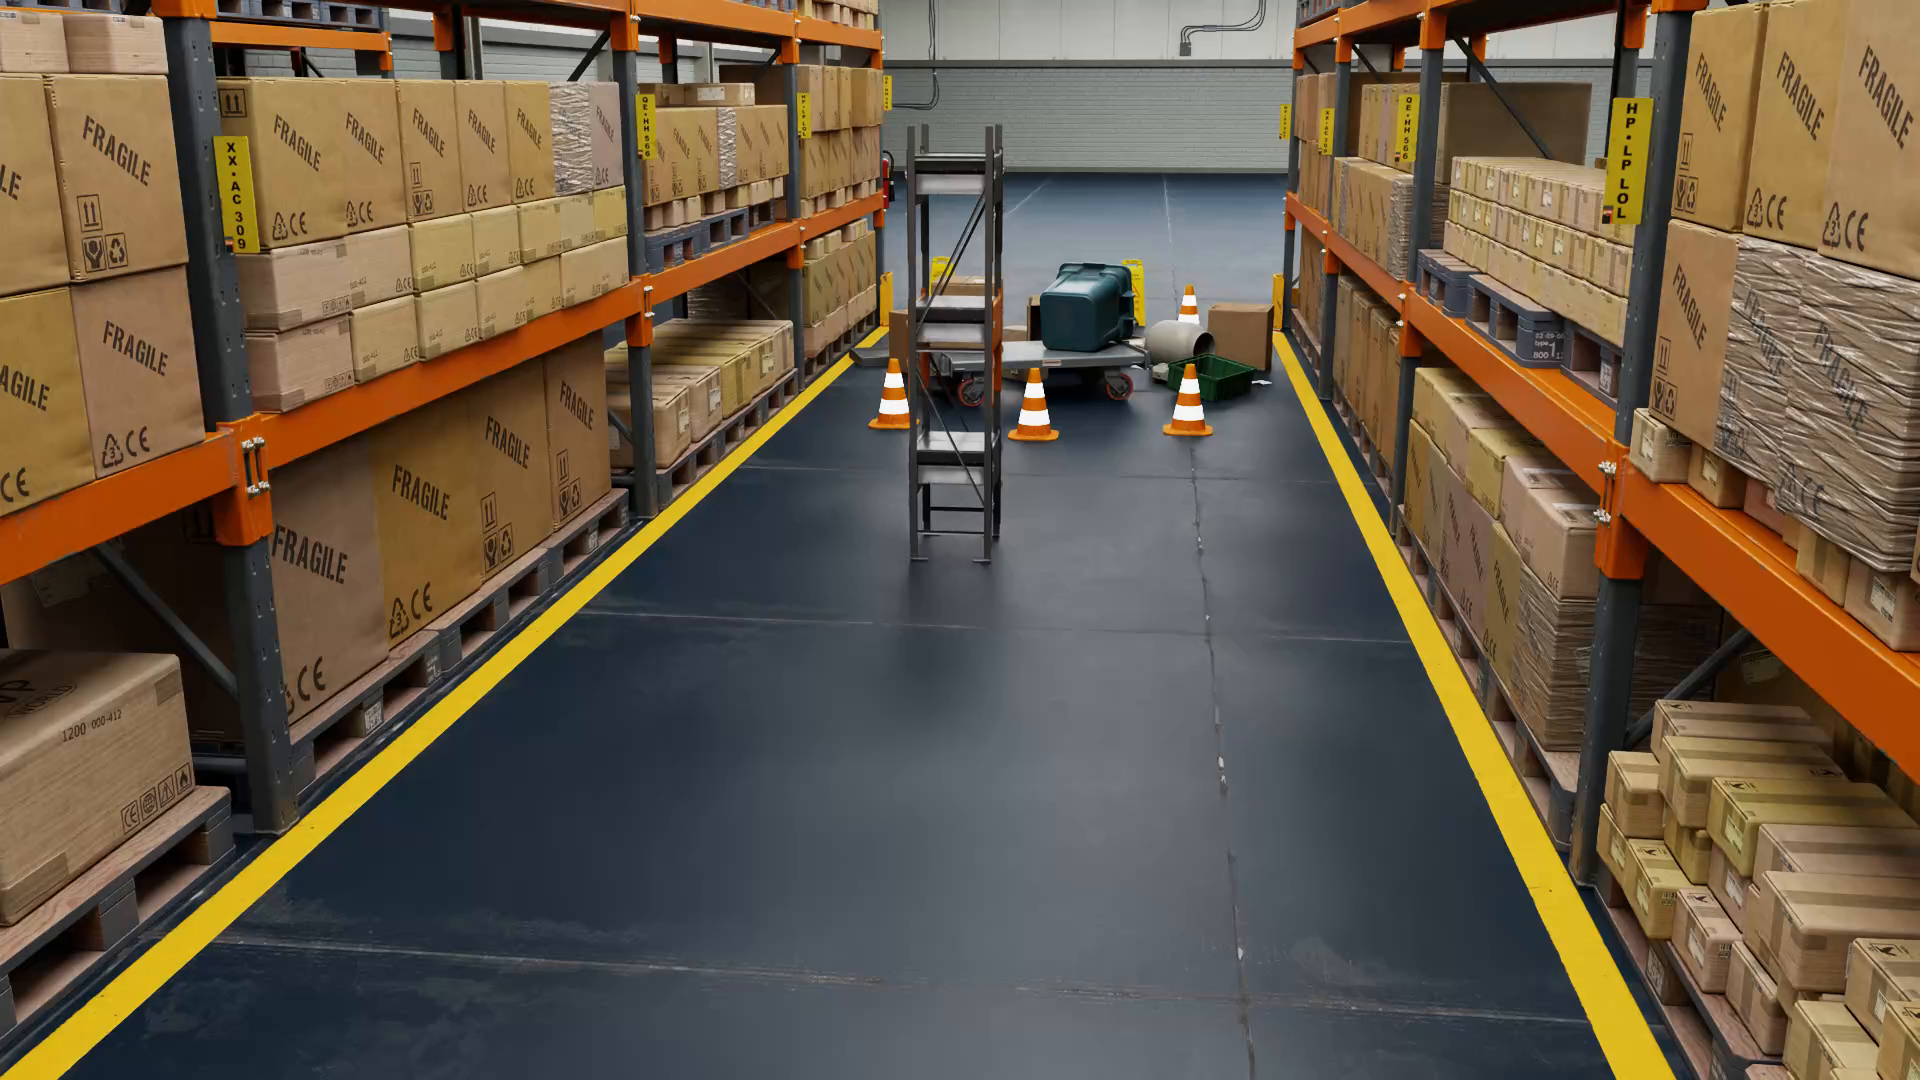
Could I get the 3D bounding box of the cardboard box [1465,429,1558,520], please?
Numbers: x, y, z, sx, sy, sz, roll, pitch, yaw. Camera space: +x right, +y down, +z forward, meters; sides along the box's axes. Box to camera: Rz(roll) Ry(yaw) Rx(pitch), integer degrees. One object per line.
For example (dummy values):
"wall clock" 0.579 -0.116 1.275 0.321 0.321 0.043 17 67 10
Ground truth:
"cardboard box" 2.264 -0.254 6.402 0.500 0.250 0.500 1 15 4

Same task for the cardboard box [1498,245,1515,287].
"cardboard box" 2.367 -1.090 6.622 0.380 0.149 0.250 2 15 7

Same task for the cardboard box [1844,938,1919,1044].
"cardboard box" 1.934 0.886 3.154 0.380 0.149 0.250 1 15 4

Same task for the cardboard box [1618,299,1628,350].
"cardboard box" 2.162 -0.615 4.867 0.380 0.149 0.250 1 15 5

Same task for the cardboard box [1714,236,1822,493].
"cardboard box" 1.959 -0.367 3.512 0.500 0.500 0.500 2 15 6

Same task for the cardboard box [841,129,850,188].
"cardboard box" -1.246 -3.309 14.393 0.500 0.500 0.500 2 15 7

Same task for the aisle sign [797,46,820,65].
"aisle sign" -1.563 -4.937 16.193 0.394 0.787 0.004 2 15 6

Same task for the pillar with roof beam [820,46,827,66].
"pillar with roof beam" 0.494 -14.198 43.929 9.100 9.000 0.400 2 15 6

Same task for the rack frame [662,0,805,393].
"rack frame" -1.713 -2.619 12.602 1.000 3.000 0.127 2 15 6

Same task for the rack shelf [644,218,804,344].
"rack shelf" -1.939 -1.753 10.778 1.077 0.370 4.000 2 15 6

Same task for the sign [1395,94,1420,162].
"sign" 2.213 -2.037 8.229 0.100 0.325 0.005 2 15 6

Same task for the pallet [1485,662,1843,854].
"pallet" 2.400 0.719 5.597 1.003 0.211 1.213 2 15 6

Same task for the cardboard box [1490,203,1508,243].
"cardboard box" 2.399 -1.298 6.823 0.380 0.149 0.250 2 15 6

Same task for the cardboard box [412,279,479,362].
"cardboard box" -2.173 -0.845 6.328 0.500 0.250 0.500 2 15 6

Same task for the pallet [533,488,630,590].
"pallet" -2.328 -0.033 8.381 1.003 0.211 1.213 2 15 6

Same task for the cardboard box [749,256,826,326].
"cardboard box" -1.378 -2.002 13.345 0.500 0.500 0.500 2 15 9

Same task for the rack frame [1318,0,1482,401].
"rack frame" 3.217 -2.500 12.160 1.000 3.000 0.127 2 15 6

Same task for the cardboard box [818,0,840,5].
"cardboard box" -1.273 -4.508 13.558 0.500 0.250 0.500 2 15 7

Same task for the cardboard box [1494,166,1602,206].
"cardboard box" 2.402 -1.445 6.795 0.380 0.149 0.250 2 15 9

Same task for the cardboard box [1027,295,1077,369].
"cardboard box" 0.958 -1.744 13.888 0.797 0.637 0.503 2 15 6

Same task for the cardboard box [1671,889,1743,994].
"cardboard box" 1.947 0.969 3.990 0.380 0.149 0.250 2 15 6

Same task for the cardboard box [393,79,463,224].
"cardboard box" -2.192 -1.444 6.148 0.500 0.500 0.500 1 15 5

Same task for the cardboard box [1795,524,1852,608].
"cardboard box" 1.894 0.034 3.271 0.380 0.149 0.250 2 15 7

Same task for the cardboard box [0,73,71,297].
"cardboard box" -2.460 -0.813 3.817 0.500 0.500 0.500 1 15 5

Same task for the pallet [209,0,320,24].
"pallet" -6.435 -4.707 14.747 1.003 0.211 1.213 2 15 6

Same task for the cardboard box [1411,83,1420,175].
"cardboard box" 2.882 -2.241 9.094 0.700 0.500 0.500 1 15 5

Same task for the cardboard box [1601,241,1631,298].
"cardboard box" 2.191 -0.827 5.082 0.380 0.149 0.250 2 15 7

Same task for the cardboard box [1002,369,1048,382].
"cardboard box" 0.511 -1.448 13.507 0.258 0.266 0.396 -10 18 -32

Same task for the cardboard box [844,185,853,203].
"cardboard box" -1.166 -3.098 14.855 0.380 0.149 0.250 2 15 6

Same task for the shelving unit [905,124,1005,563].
"shelving unit" -0.019 -0.971 8.229 0.431 2.100 0.503 2 15 6

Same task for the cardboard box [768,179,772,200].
"cardboard box" -1.544 -2.491 11.805 0.380 0.149 0.250 1 15 5

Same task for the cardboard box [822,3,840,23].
"cardboard box" -1.202 -4.351 13.743 0.380 0.149 0.250 1 15 5

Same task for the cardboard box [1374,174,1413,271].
"cardboard box" 2.607 -1.765 9.250 0.500 0.500 0.500 2 15 6

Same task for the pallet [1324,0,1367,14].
"pallet" 3.319 -4.117 12.563 1.003 0.211 1.213 2 15 6

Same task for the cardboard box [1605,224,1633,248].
"cardboard box" 2.195 -0.973 5.051 0.380 0.149 0.250 1 15 5

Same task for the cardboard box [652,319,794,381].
"cardboard box" -1.770 -1.417 12.387 0.950 0.372 0.625 2 15 7

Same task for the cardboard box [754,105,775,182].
"cardboard box" -1.592 -2.759 11.552 0.500 0.500 0.500 2 15 7

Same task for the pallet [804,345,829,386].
"pallet" -1.673 -1.448 13.614 1.003 0.211 1.213 2 15 6

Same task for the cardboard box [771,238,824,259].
"cardboard box" -1.305 -2.345 13.373 0.380 0.149 0.250 2 15 7

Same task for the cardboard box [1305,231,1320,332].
"cardboard box" 3.560 -2.308 14.717 0.875 0.875 0.875 1 15 5

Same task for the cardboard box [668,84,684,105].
"cardboard box" -2.118 -3.215 11.998 0.380 0.149 0.250 2 15 6

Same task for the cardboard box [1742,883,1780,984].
"cardboard box" 1.991 0.892 3.703 0.380 0.149 0.250 1 15 3

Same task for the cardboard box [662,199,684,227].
"cardboard box" -1.801 -1.884 9.560 0.380 0.149 0.250 1 15 3

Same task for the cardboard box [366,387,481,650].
"cardboard box" -2.531 -0.119 6.622 0.875 0.875 0.875 2 15 8

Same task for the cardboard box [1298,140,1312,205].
"cardboard box" 3.443 -3.227 14.563 0.875 0.550 0.550 2 15 6

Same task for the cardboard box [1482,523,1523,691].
"cardboard box" 2.205 0.247 5.987 0.500 0.500 0.500 1 15 5

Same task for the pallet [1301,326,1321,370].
"pallet" 3.515 -1.666 14.418 1.003 0.211 1.213 2 15 6

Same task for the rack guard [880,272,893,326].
"rack guard" -1.270 -2.430 16.692 1.175 0.500 0.348 2 15 6

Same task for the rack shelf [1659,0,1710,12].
"rack shelf" 2.088 -1.007 2.271 1.077 0.370 4.000 2 15 6

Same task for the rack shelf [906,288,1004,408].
"rack shelf" -0.019 -0.957 8.233 0.431 0.518 0.480 2 15 6

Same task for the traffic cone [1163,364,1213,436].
"traffic cone" 1.565 -0.972 11.369 0.336 0.463 0.334 2 15 6

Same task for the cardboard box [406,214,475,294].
"cardboard box" -2.172 -1.085 6.259 0.500 0.250 0.500 2 15 7
